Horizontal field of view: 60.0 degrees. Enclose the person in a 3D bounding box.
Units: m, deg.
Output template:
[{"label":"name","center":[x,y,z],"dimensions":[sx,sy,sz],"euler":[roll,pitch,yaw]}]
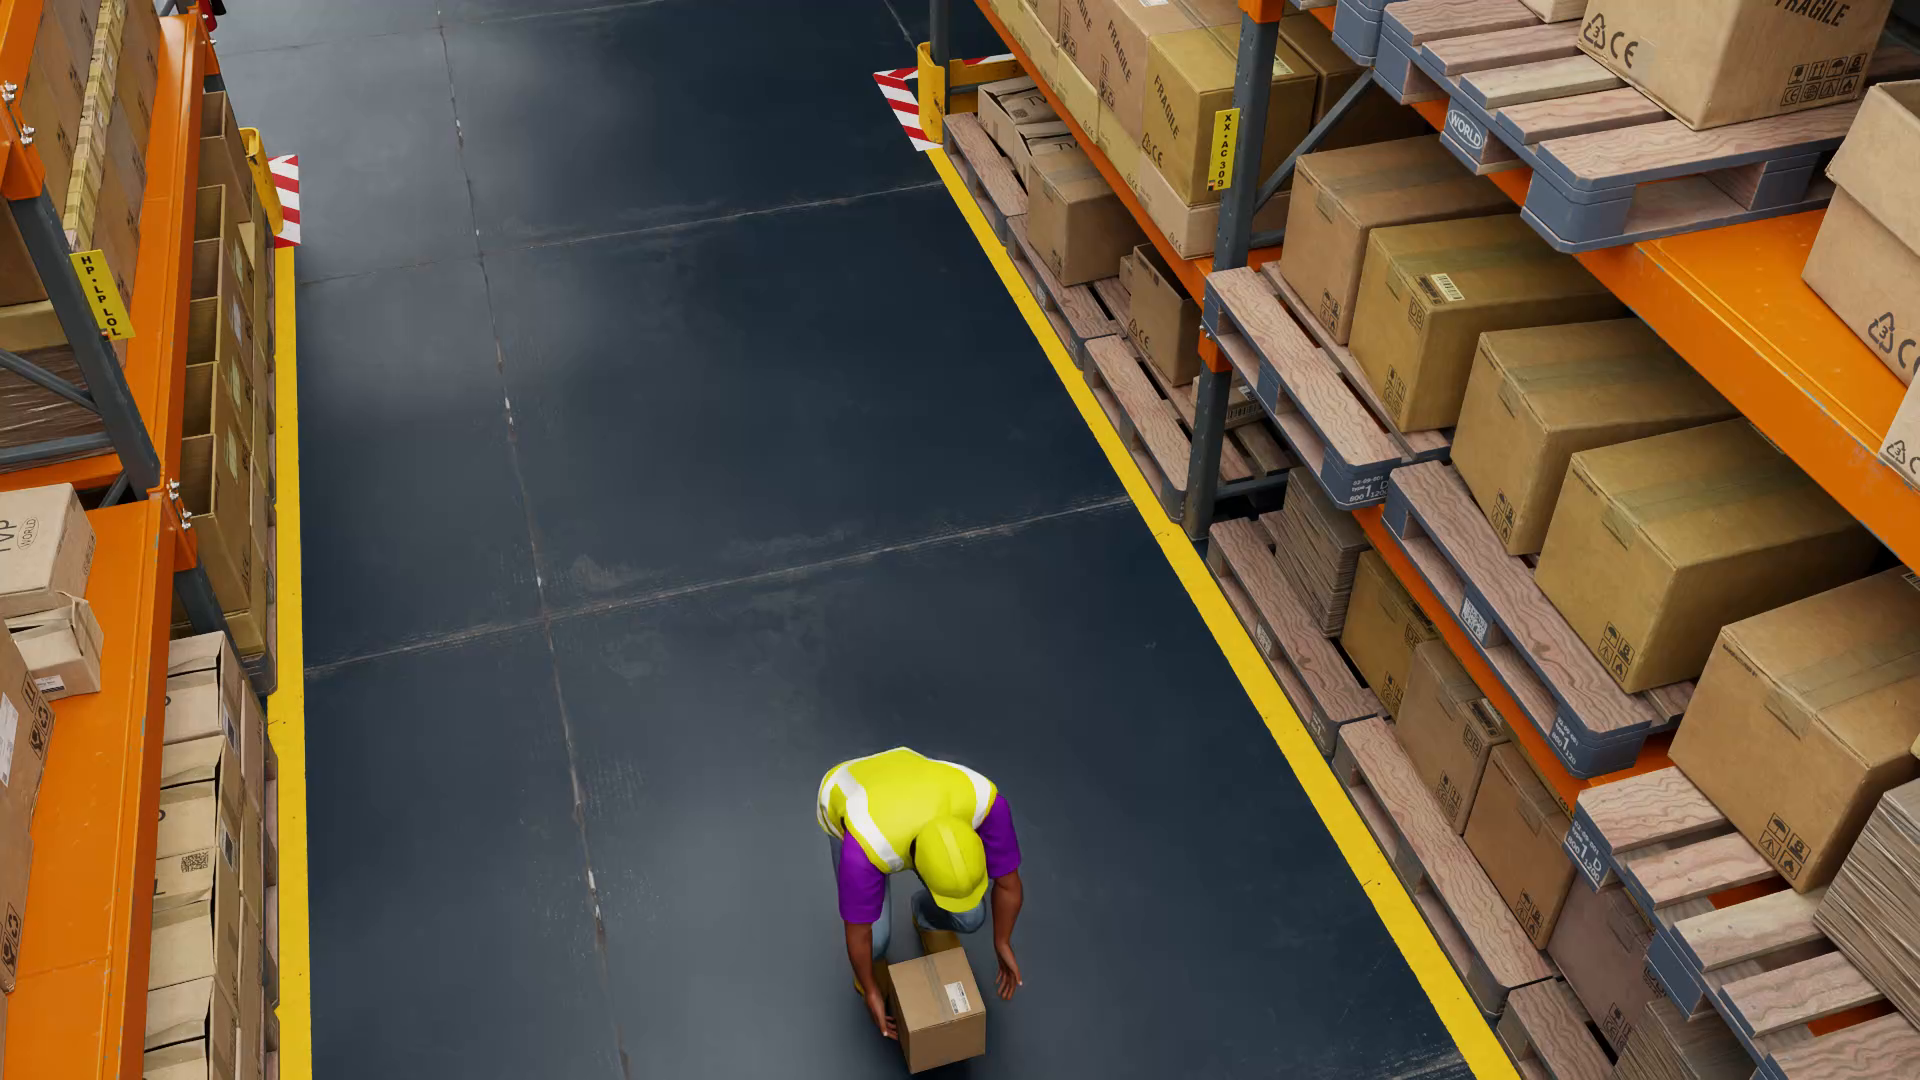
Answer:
[{"label":"person","center":[-0.136,1.071,5.428],"dimensions":[0.607,1.133,0.856],"euler":[-12,43,-13]}]
